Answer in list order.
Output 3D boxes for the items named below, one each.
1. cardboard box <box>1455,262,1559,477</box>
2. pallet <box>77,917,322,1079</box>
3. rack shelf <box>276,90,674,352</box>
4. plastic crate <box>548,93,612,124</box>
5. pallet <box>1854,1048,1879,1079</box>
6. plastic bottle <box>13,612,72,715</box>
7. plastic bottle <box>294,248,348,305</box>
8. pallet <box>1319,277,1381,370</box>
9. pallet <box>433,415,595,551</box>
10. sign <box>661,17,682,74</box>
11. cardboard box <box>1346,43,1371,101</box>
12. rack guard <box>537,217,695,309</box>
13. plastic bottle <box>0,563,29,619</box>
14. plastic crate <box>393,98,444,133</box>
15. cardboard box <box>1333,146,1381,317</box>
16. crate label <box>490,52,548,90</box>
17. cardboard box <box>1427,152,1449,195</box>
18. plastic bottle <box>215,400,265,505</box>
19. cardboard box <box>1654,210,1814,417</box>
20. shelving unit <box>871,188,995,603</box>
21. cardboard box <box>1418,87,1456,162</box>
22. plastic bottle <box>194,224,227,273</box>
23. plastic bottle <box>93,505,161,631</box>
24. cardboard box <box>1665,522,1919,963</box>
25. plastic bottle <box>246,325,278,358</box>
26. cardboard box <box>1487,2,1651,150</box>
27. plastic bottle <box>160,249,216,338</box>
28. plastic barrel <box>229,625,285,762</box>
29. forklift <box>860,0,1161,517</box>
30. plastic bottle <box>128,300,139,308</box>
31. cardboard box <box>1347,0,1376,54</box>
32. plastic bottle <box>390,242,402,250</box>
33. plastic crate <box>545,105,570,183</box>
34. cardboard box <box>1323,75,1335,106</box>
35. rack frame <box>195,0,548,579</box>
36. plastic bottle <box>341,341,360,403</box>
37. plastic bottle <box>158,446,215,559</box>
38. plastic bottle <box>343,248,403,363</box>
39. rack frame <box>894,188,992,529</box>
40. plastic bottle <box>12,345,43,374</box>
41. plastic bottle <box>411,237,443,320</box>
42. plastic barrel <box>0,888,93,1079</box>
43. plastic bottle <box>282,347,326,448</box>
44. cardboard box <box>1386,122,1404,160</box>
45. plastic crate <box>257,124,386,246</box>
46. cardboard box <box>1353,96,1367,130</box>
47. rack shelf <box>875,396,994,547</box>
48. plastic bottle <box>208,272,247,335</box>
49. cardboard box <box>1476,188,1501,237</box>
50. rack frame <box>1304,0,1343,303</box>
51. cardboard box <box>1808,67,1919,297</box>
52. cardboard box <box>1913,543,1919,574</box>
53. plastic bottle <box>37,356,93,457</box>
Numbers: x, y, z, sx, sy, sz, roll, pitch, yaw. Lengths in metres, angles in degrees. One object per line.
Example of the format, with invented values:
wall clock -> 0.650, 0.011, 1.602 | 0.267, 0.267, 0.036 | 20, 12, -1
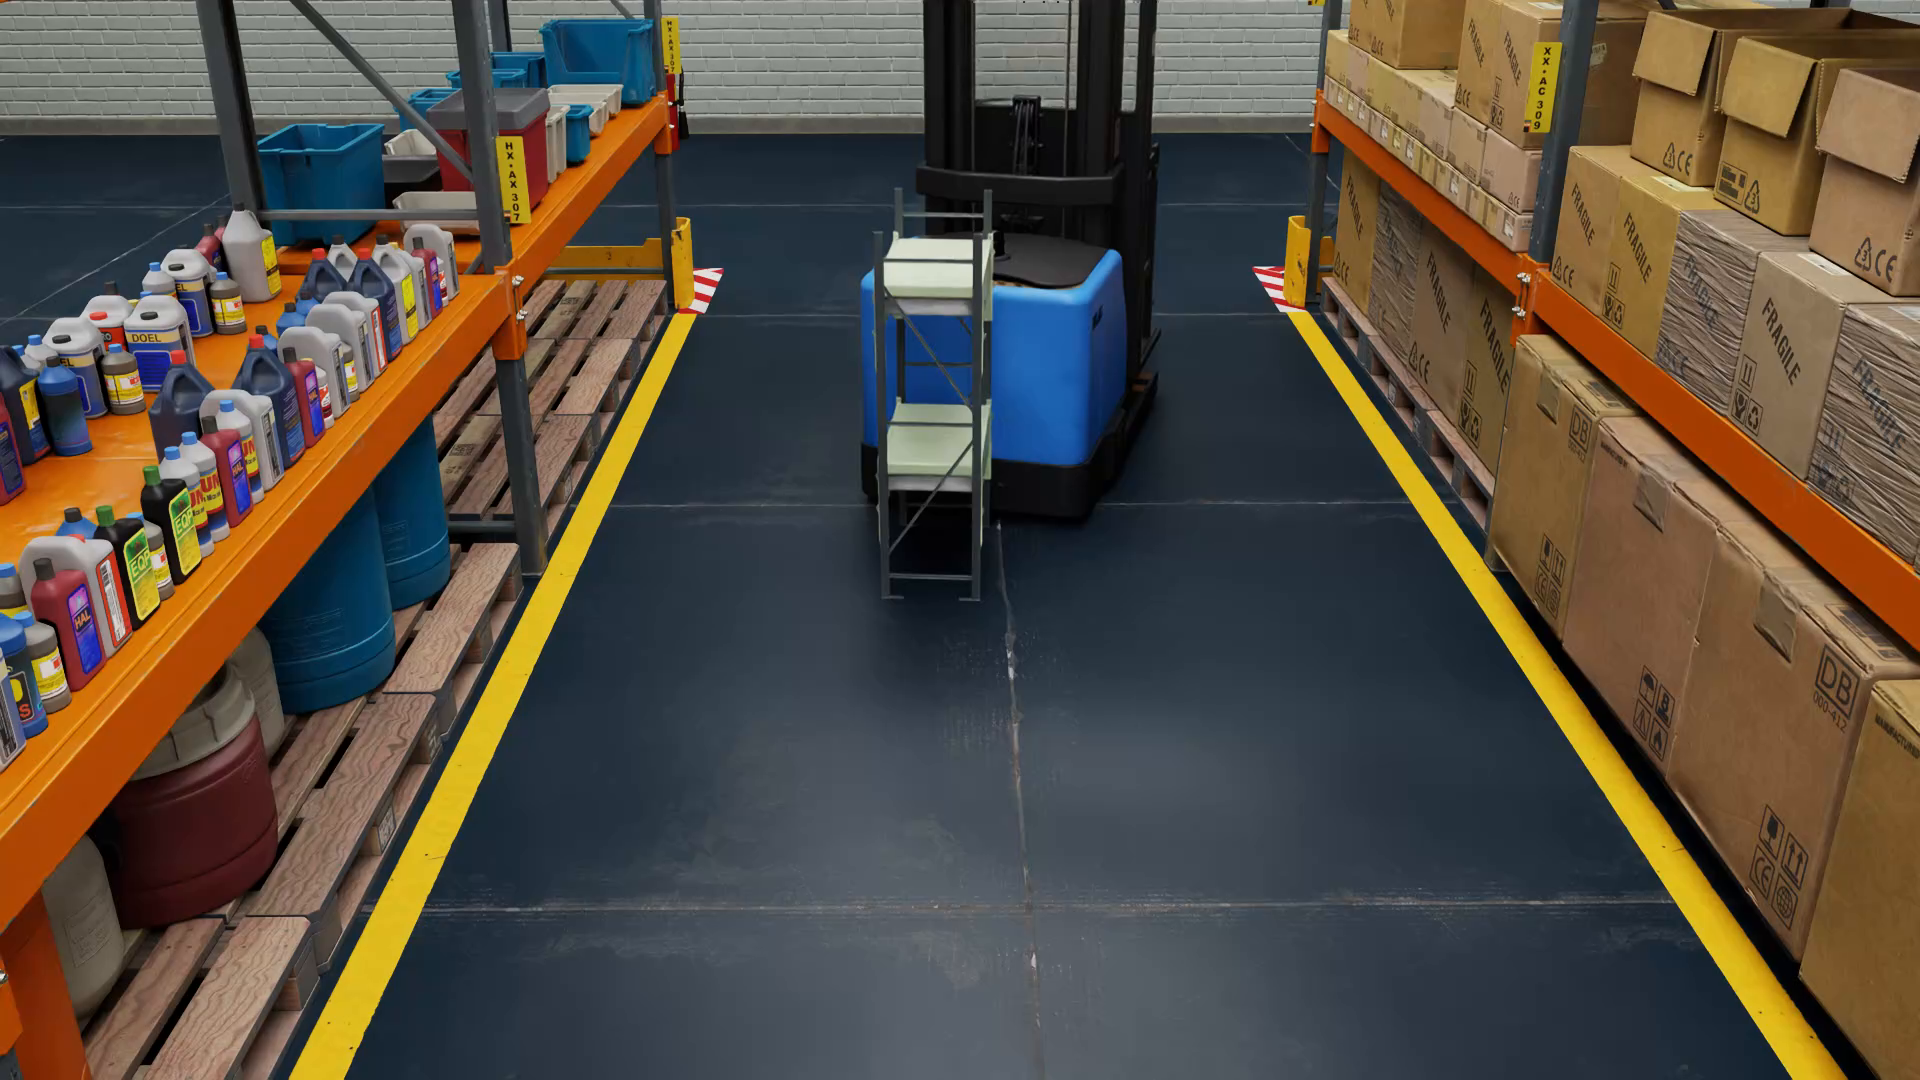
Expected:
cardboard box -> 2.790, -0.748, 7.332 | 0.875, 0.875, 0.875 | 0, 24, -1
pallet -> -2.242, 1.364, 3.978 | 1.003, 0.211, 1.213 | 0, 24, -1
rack shelf -> -2.257, -1.726, 8.300 | 1.077, 0.370, 4.000 | 0, 24, -1
plastic crate -> -2.100, -2.331, 9.011 | 0.396, 0.136, 0.243 | 0, 24, -1
pallet -> 2.828, 1.341, 4.028 | 1.003, 0.211, 1.213 | 0, 24, -1
plastic bottle -> -1.848, 0.241, 3.318 | 0.097, 0.201, 0.097 | 0, 24, 0
plastic bottle -> -2.040, -0.753, 5.336 | 0.144, 0.351, 0.185 | 0, 24, -1
pallet -> 2.761, -1.301, 9.870 | 1.003, 0.211, 1.213 | 0, 24, -1
pallet -> -2.282, -0.262, 7.574 | 1.003, 0.211, 1.213 | 0, 24, -1
sign -> -1.729, -2.962, 9.961 | 0.100, 0.325, 0.005 | 0, 24, -1
cardboard box -> 2.422, -2.555, 9.079 | 0.500, 0.250, 0.500 | -1, 24, -1
rack guard -> -2.292, -1.749, 10.511 | 1.175, 0.500, 0.348 | 0, 24, -1
plastic bottle -> -2.002, 0.147, 3.527 | 0.097, 0.201, 0.097 | 0, 24, 0
plastic crate -> -2.587, -2.060, 8.295 | 0.416, 0.233, 0.300 | 0, 24, -1
cardboard box -> 2.761, -1.860, 9.792 | 0.875, 0.875, 0.875 | 0, 24, -1
crate label -> -2.605, -2.726, 9.768 | 0.416, 0.233, 0.303 | 0, 24, -1
cardboard box -> 2.375, -1.686, 7.643 | 0.380, 0.149, 0.250 | 0, 24, 0
plastic bottle -> -1.859, -0.227, 4.267 | 0.097, 0.271, 0.097 | 0, 24, 0
cardboard box -> 2.484, -0.694, 5.023 | 0.500, 0.500, 0.500 | -1, 24, -2
shelving unit -> -0.093, -0.592, 6.739 | 0.431, 1.500, 0.755 | 2, 24, 4
cardboard box -> 2.437, -1.924, 7.685 | 0.500, 0.250, 0.500 | 0, 24, 1
plastic bottle -> -2.656, -0.969, 5.894 | 0.061, 0.283, 0.133 | 0, 24, -1
plastic bottle -> -1.834, 0.046, 3.651 | 0.061, 0.283, 0.133 | 0, 24, -1
cardboard box -> 2.773, 0.521, 4.527 | 1.225, 0.875, 0.875 | 0, 24, 0
plastic bottle -> -2.018, -0.493, 4.856 | 0.097, 0.271, 0.097 | 0, 24, 0
cardboard box -> 2.445, -1.849, 6.610 | 0.500, 0.500, 0.500 | 0, 24, 1
plastic bottle -> -2.607, -0.830, 5.596 | 0.152, 0.276, 0.135 | 0, 24, -1
plastic barrel -> -2.322, 0.461, 5.099 | 0.421, 0.512, 0.421 | 0, 24, 0
forklift -> 0.431, -2.018, 8.155 | 1.130, 2.935, 3.031 | 6, 25, 14
plastic bottle -> -2.631, -0.668, 5.328 | 0.097, 0.201, 0.097 | 0, 24, 0
cardboard box -> 2.415, -2.904, 8.943 | 0.500, 0.500, 0.500 | -1, 24, -2
plastic bottle -> -2.032, -0.970, 5.997 | 0.097, 0.201, 0.097 | 0, 24, 0
plastic crate -> -2.067, -1.833, 7.735 | 0.437, 0.282, 0.530 | 0, 24, -1
cardboard box -> 2.348, -2.638, 9.748 | 0.380, 0.149, 0.250 | 0, 24, 0
rack frame -> -2.235, -1.230, 6.330 | 1.000, 3.000, 0.127 | 0, 24, -1
plastic bottle -> -1.868, -0.517, 4.994 | 0.097, 0.201, 0.097 | 0, 24, 0
plastic bottle -> -1.856, -0.092, 3.969 | 0.097, 0.271, 0.097 | 0, 24, 0
plastic bottle -> -1.896, -0.754, 5.337 | 0.144, 0.351, 0.185 | 0, 24, -1
rack frame -> -0.068, -0.743, 7.072 | 0.400, 1.500, 0.023 | 2, 24, 4
plastic bottle -> -2.623, -0.414, 4.681 | 0.097, 0.271, 0.097 | 0, 24, 0
plastic bottle -> -1.859, -0.921, 5.788 | 0.061, 0.283, 0.133 | 0, 24, -1
plastic barrel -> -2.214, 1.014, 3.492 | 0.600, 0.830, 0.708 | 0, 24, -1
plastic bottle -> -1.846, -0.411, 4.661 | 0.061, 0.283, 0.133 | 0, 24, -1
cardboard box -> 2.366, -2.005, 8.347 | 0.380, 0.149, 0.250 | -1, 24, -2
plastic crate -> -2.581, -1.441, 6.743 | 0.392, 0.384, 0.575 | 0, 24, -1
cardboard box -> 2.359, -2.320, 9.044 | 0.380, 0.149, 0.250 | -1, 24, -1
rack shelf -> -0.093, -0.295, 6.874 | 0.431, 0.370, 0.720 | 2, 24, 4
plastic bottle -> -2.482, -0.805, 5.630 | 0.097, 0.201, 0.097 | 0, 24, 0
cardboard box -> 2.384, -1.368, 6.940 | 0.380, 0.149, 0.250 | 0, 24, 0
rack frame -> 2.674, -2.901, 10.023 | 1.000, 3.000, 0.127 | 0, 24, -1
cardboard box -> 2.751, -0.953, 4.378 | 0.797, 0.503, 0.637 | 1, 24, 1
cardboard box -> 2.509, -0.057, 3.615 | 0.500, 0.500, 0.500 | 0, 24, -1
plastic bottle -> -2.478, -0.374, 4.594 | 0.097, 0.271, 0.097 | 0, 24, 0
